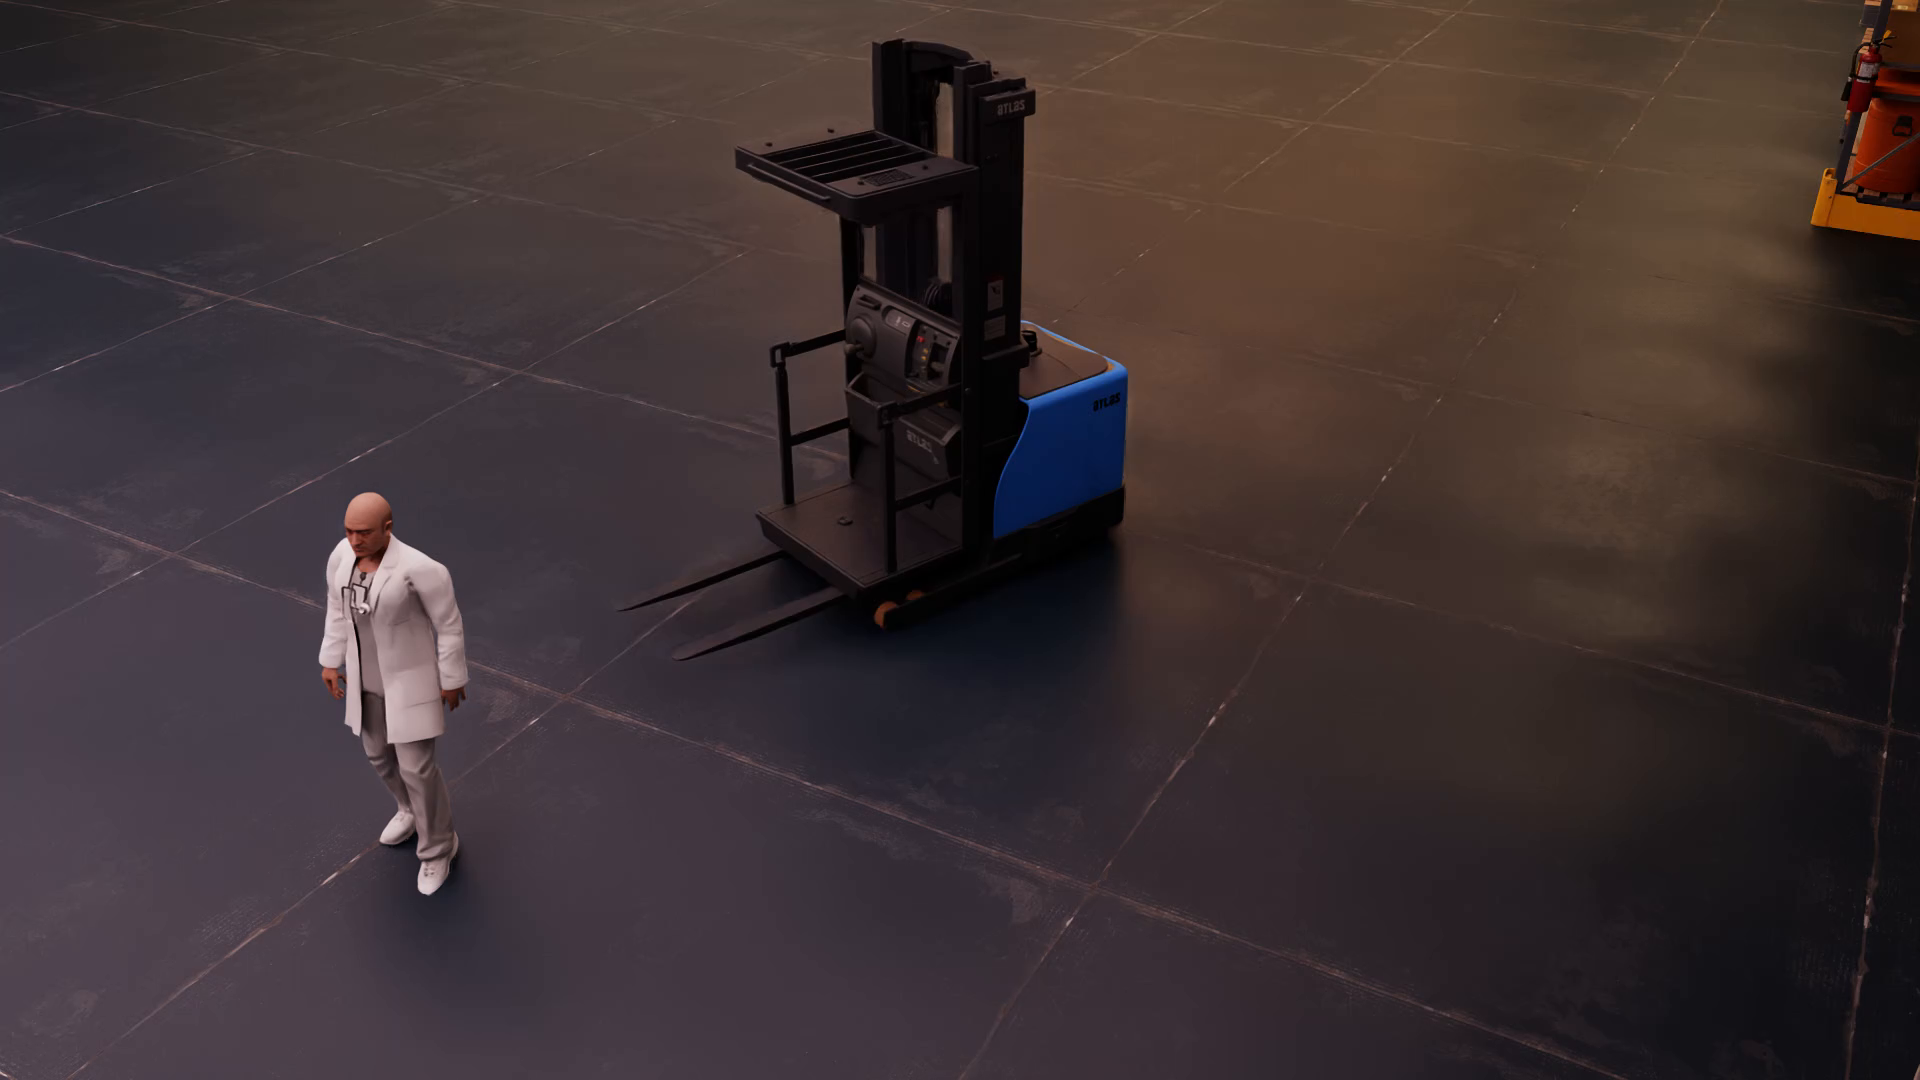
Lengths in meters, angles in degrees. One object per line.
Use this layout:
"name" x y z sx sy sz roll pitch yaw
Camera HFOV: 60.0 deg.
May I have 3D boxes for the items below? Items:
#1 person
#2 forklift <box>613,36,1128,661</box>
"person" -2.479 0.644 7.169 0.681 1.817 0.571 11 32 19
"forklift" -0.479 -1.064 8.914 3.031 2.935 1.130 -22 37 -33
